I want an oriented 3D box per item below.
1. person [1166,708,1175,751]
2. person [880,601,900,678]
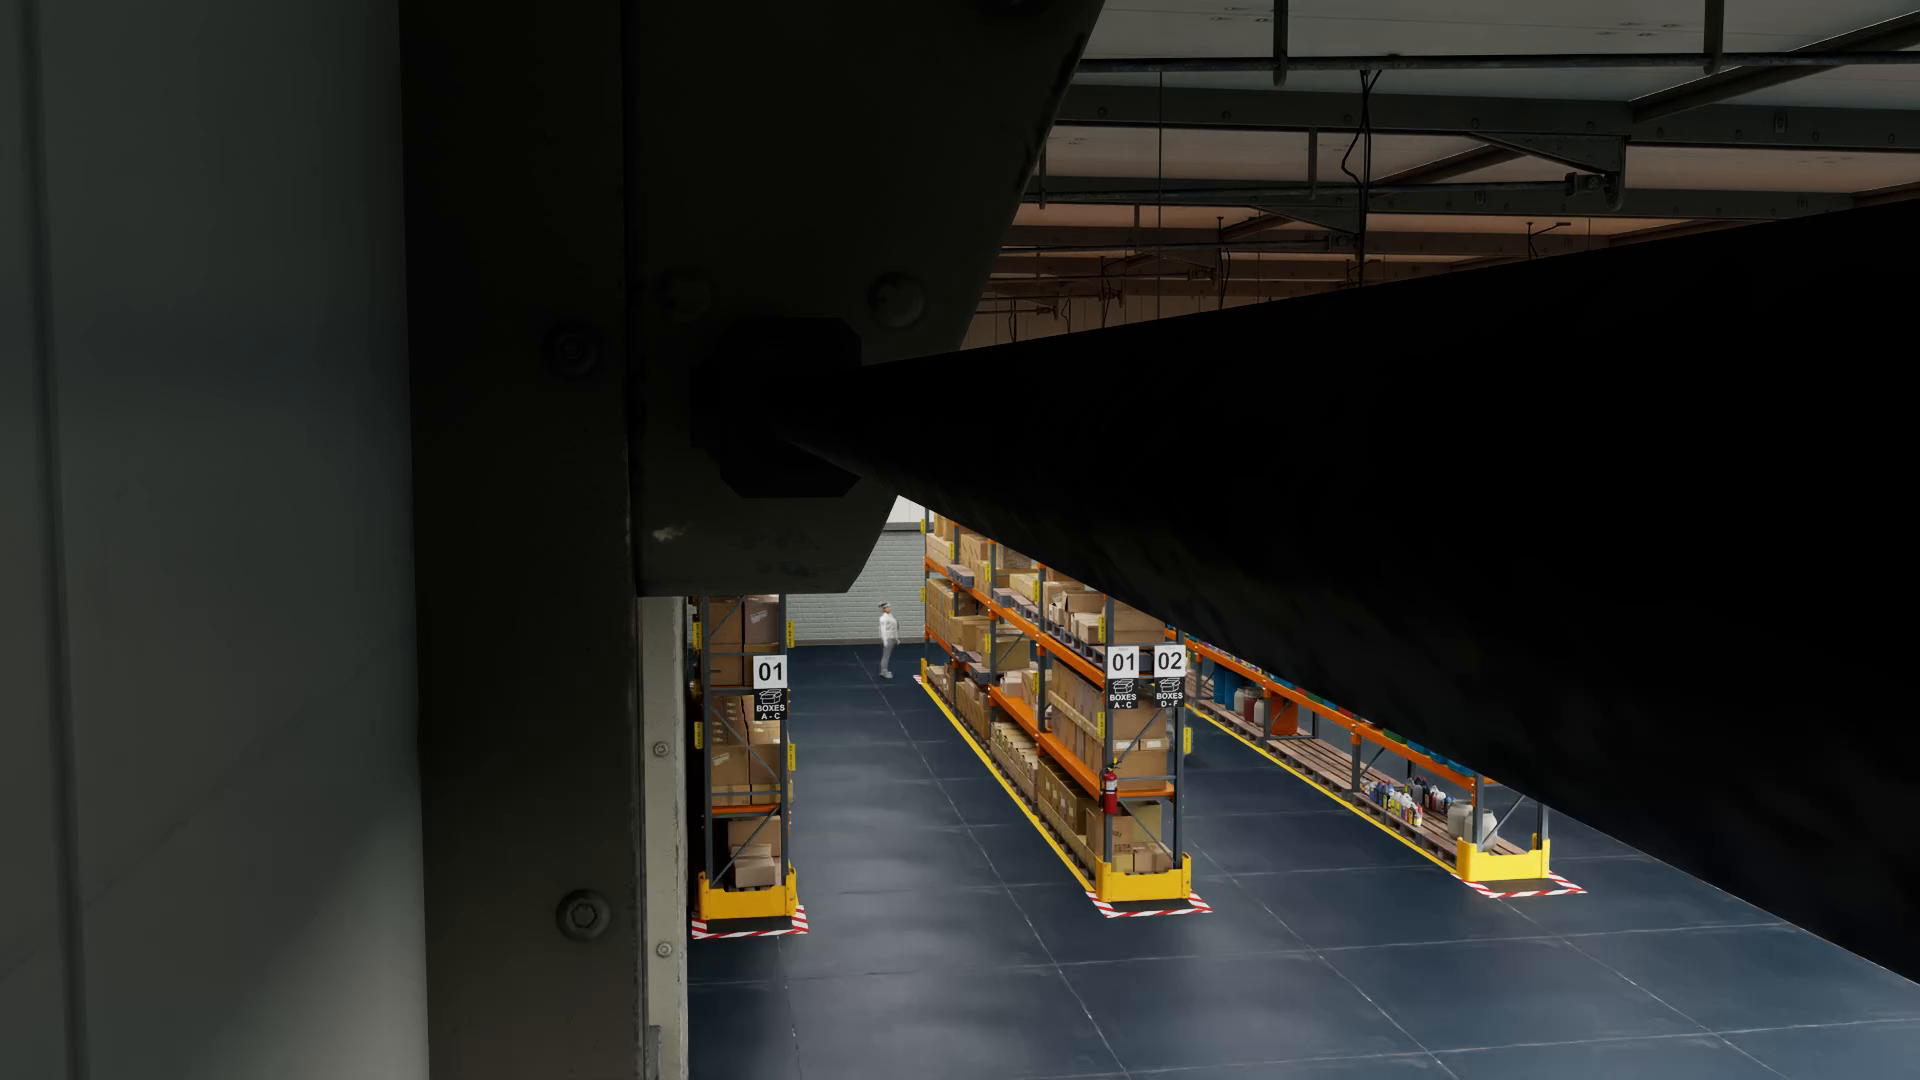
[{"bbox_3d":[3.710,2.856,29.330,0.622,1.775,0.590,4,7,40],"label":"person"},{"bbox_3d":[-1.600,2.211,37.227,0.415,1.691,0.531,2,5,19],"label":"person"}]
